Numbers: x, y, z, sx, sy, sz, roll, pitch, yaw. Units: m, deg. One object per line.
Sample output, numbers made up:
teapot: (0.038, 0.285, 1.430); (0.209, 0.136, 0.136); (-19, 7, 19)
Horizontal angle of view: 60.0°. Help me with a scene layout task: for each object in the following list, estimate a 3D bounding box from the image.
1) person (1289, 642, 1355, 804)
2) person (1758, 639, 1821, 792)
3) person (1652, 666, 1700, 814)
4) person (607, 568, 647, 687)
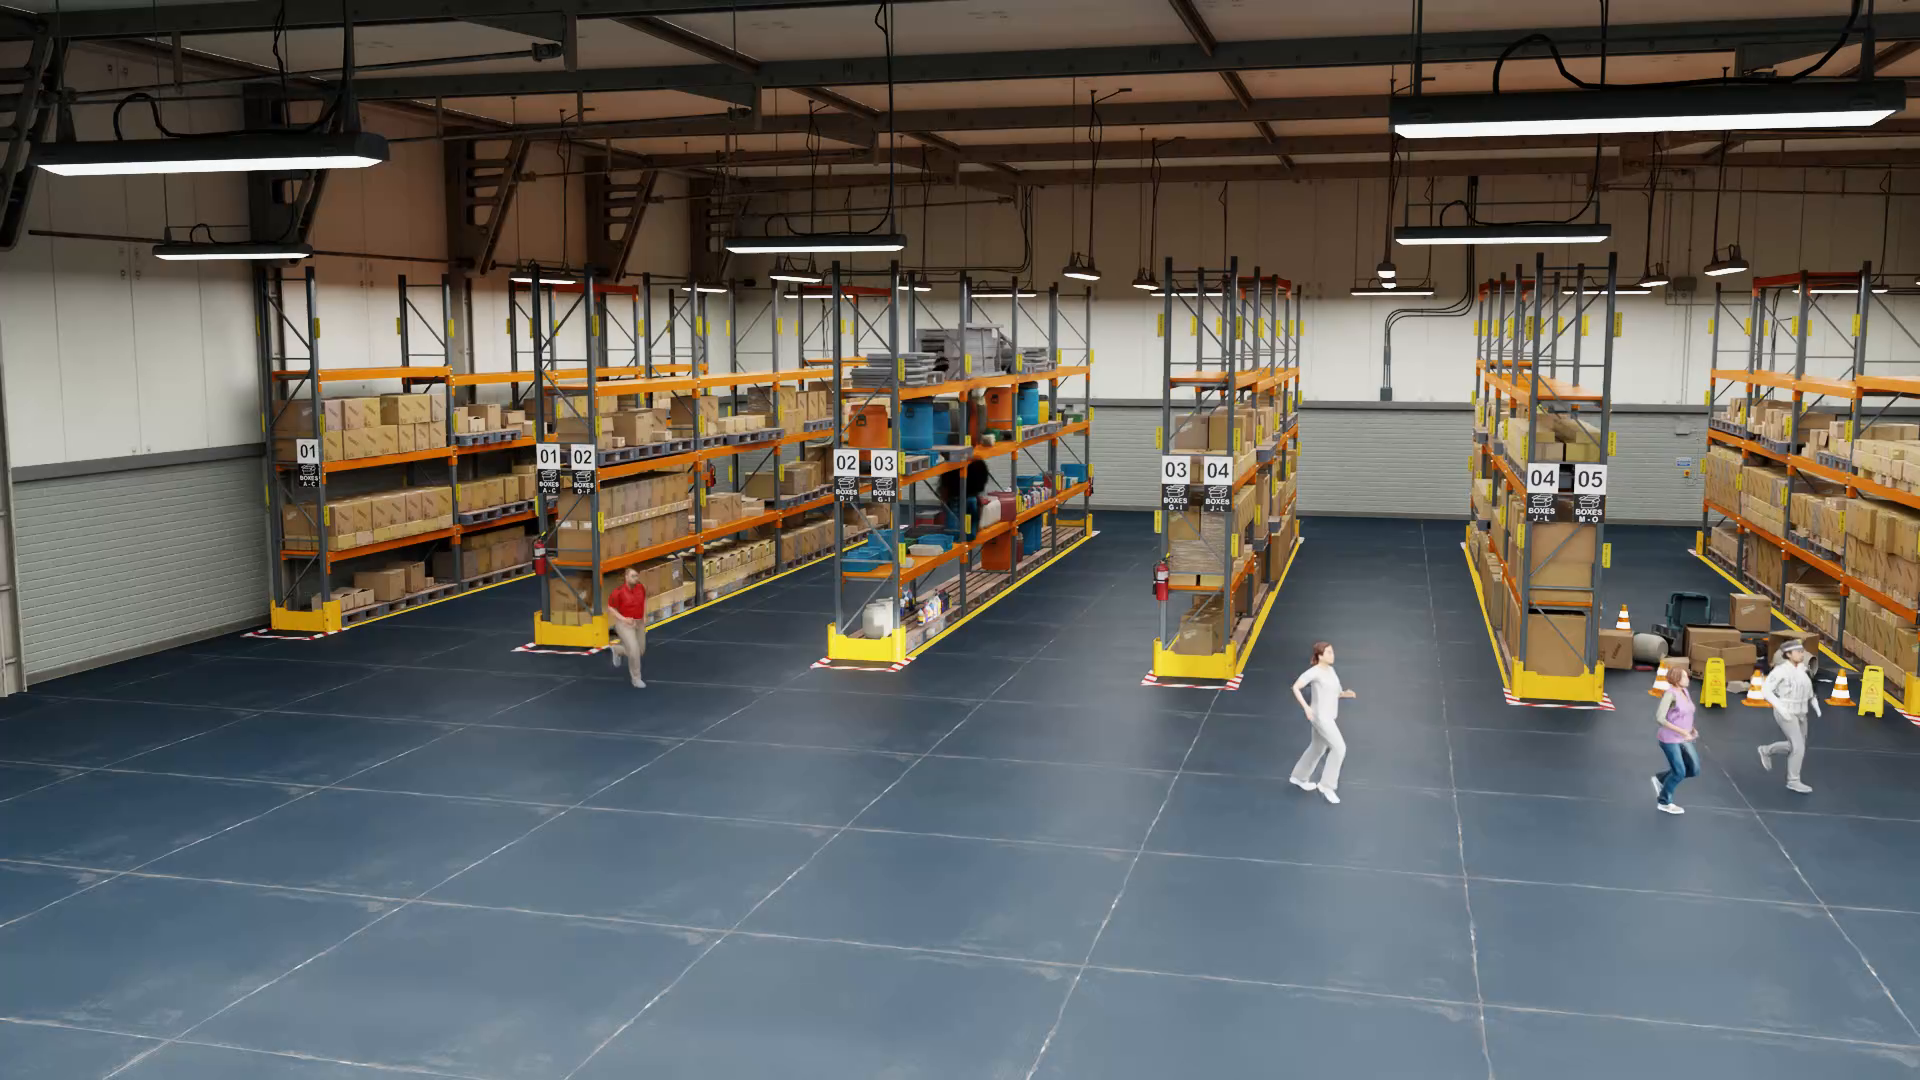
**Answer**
person: (3.861, 1.934, 17.745); (0.738, 1.721, 0.531); (5, 9, 33)
person: (9.044, 1.878, 18.181); (0.655, 1.653, 0.719); (-3, 8, -25)
person: (7.389, 2.063, 17.172); (0.512, 1.554, 0.530); (-5, 9, -37)
person: (-4.713, 1.225, 23.496); (0.735, 1.701, 0.690); (6, 9, 39)
